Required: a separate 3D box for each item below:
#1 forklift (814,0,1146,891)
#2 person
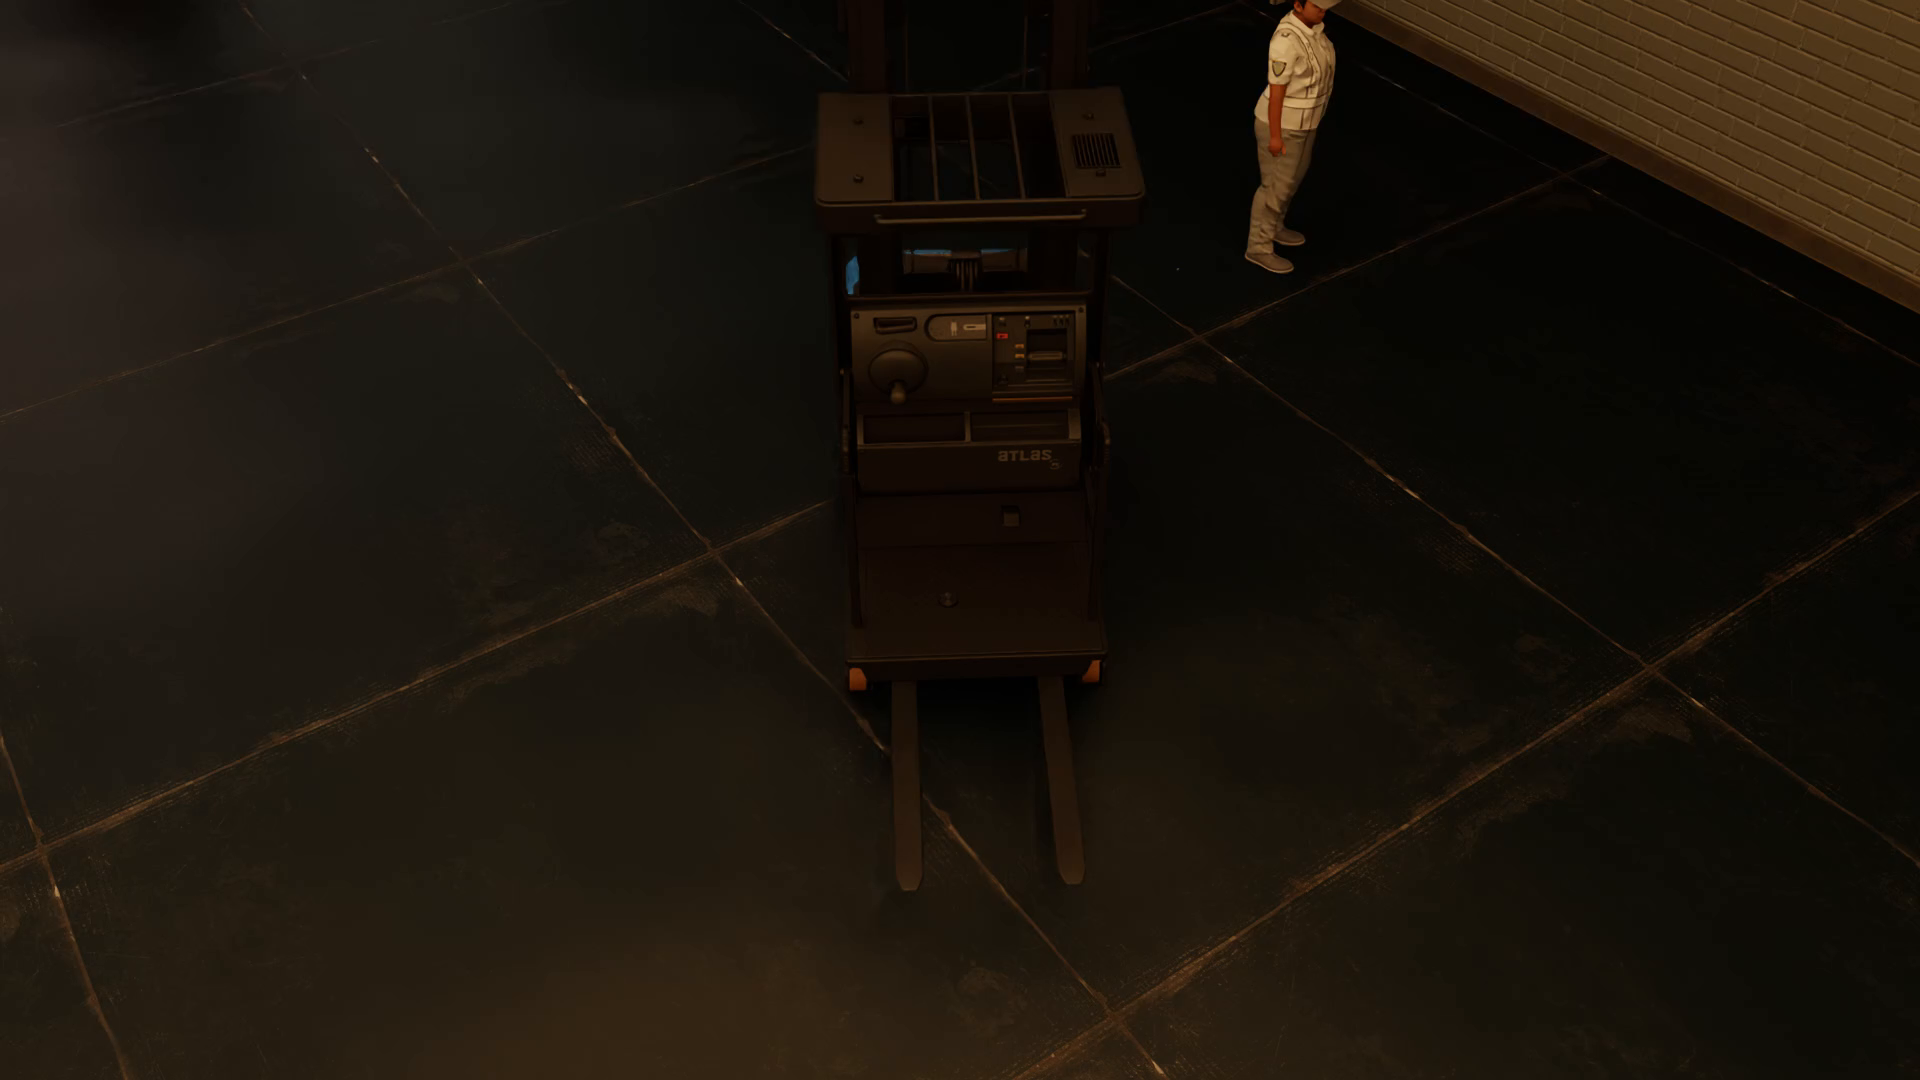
[{"bbox_3d":[0.048,-0.654,6.425,1.130,2.935,3.031,-2,43,-2],"label":"forklift"},{"bbox_3d":[1.822,-2.310,9.161,0.389,1.668,0.499,18,46,19],"label":"person"}]
